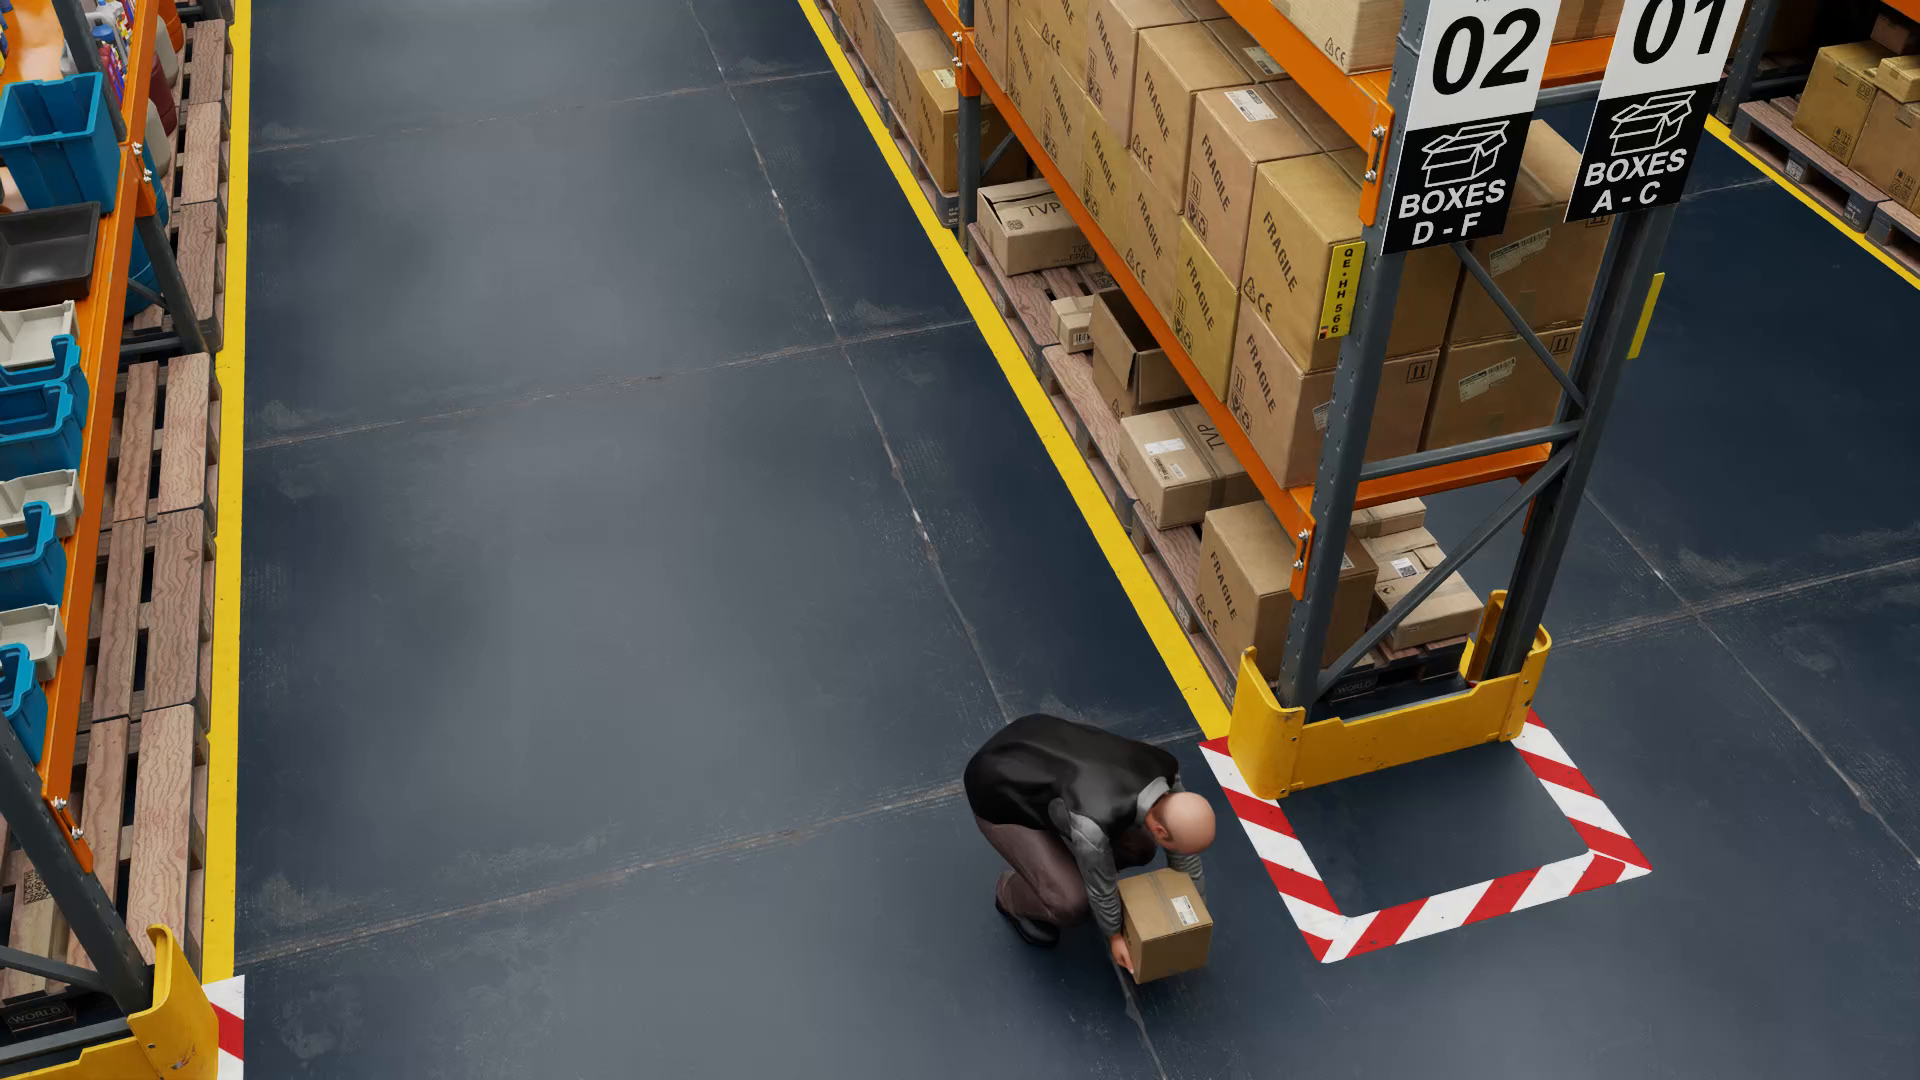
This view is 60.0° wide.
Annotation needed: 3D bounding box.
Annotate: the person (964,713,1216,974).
[{"bbox_3d":[0.448,1.025,5.624,0.937,0.947,0.503,33,52,31],"label":"person"}]
